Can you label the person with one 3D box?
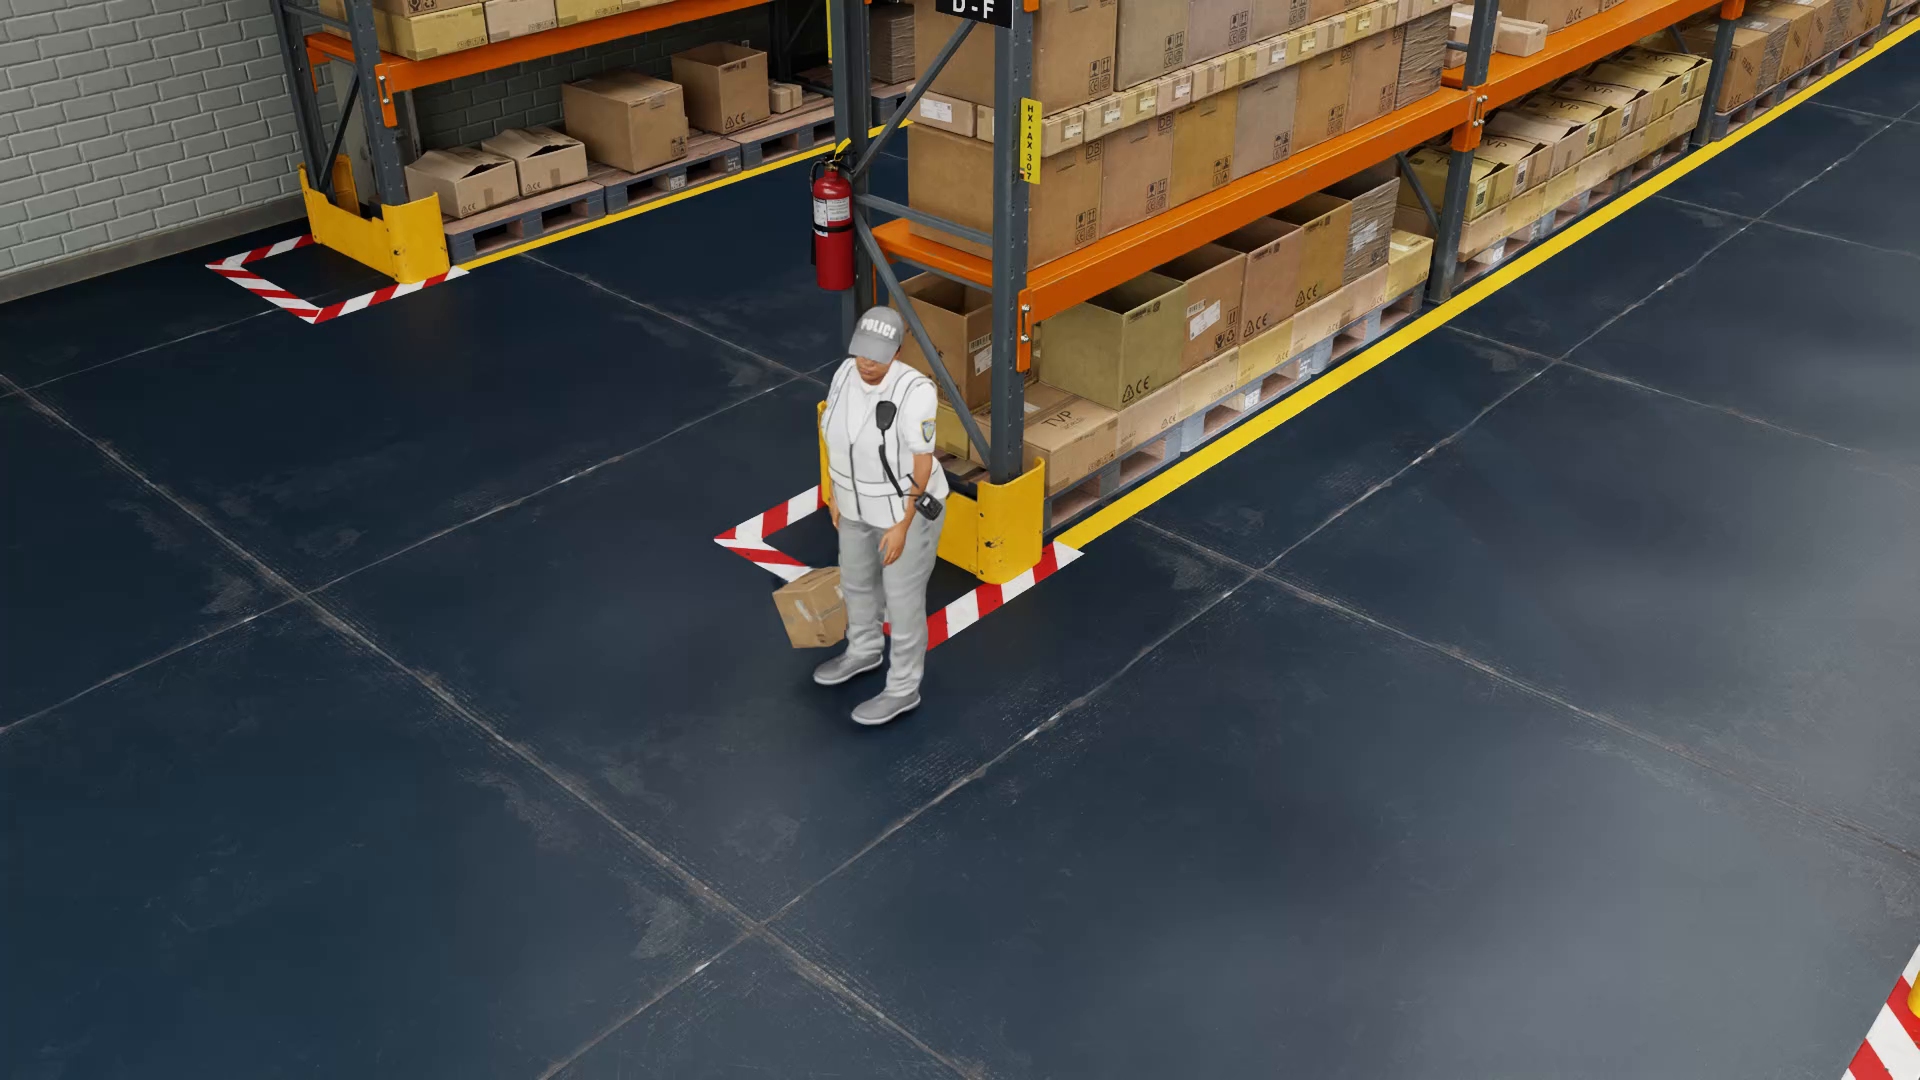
[{"bbox_3d":[-0.335,-0.099,6.257,0.556,1.675,0.492,21,37,30],"label":"person"}]
